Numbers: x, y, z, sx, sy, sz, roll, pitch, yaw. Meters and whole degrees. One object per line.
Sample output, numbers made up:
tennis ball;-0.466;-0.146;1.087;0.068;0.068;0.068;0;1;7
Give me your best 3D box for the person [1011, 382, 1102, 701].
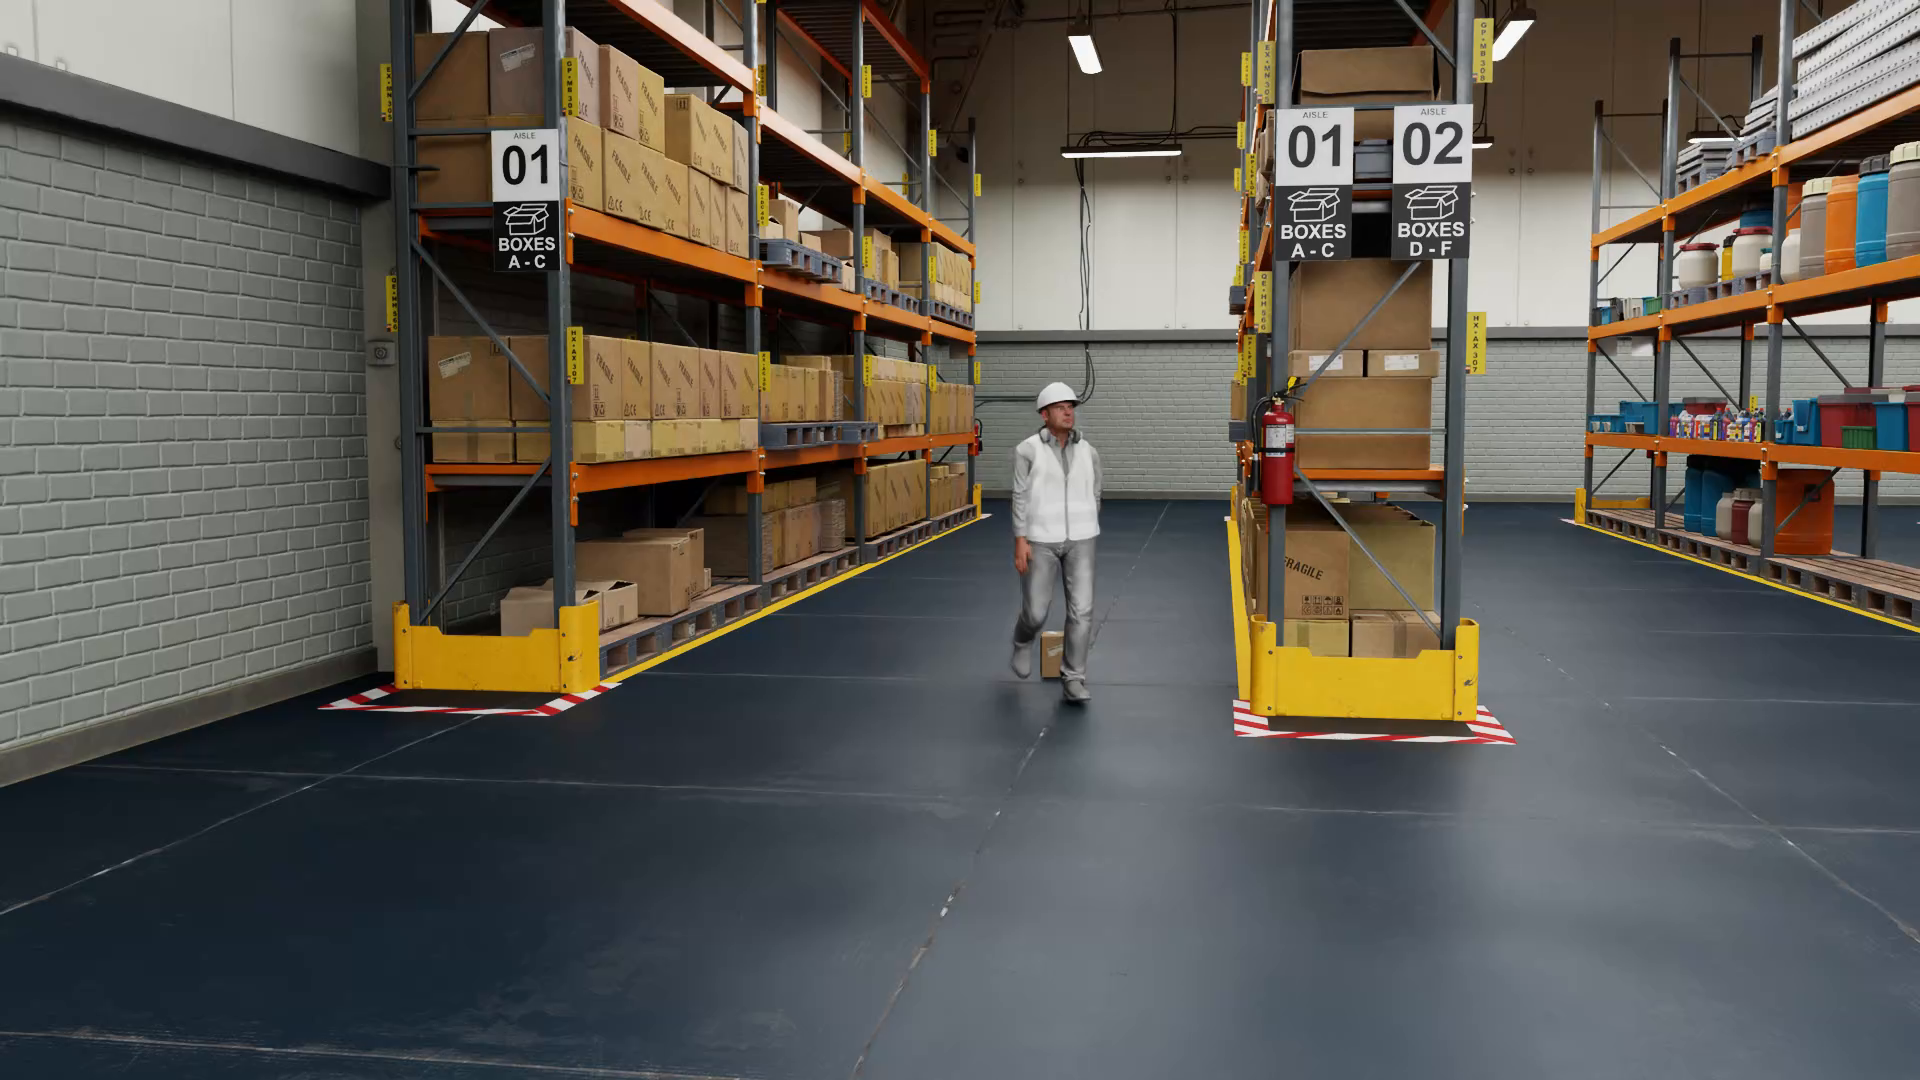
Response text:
person;0.543;-0.006;9.332;0.531;1.749;0.715;-1;5;-12
